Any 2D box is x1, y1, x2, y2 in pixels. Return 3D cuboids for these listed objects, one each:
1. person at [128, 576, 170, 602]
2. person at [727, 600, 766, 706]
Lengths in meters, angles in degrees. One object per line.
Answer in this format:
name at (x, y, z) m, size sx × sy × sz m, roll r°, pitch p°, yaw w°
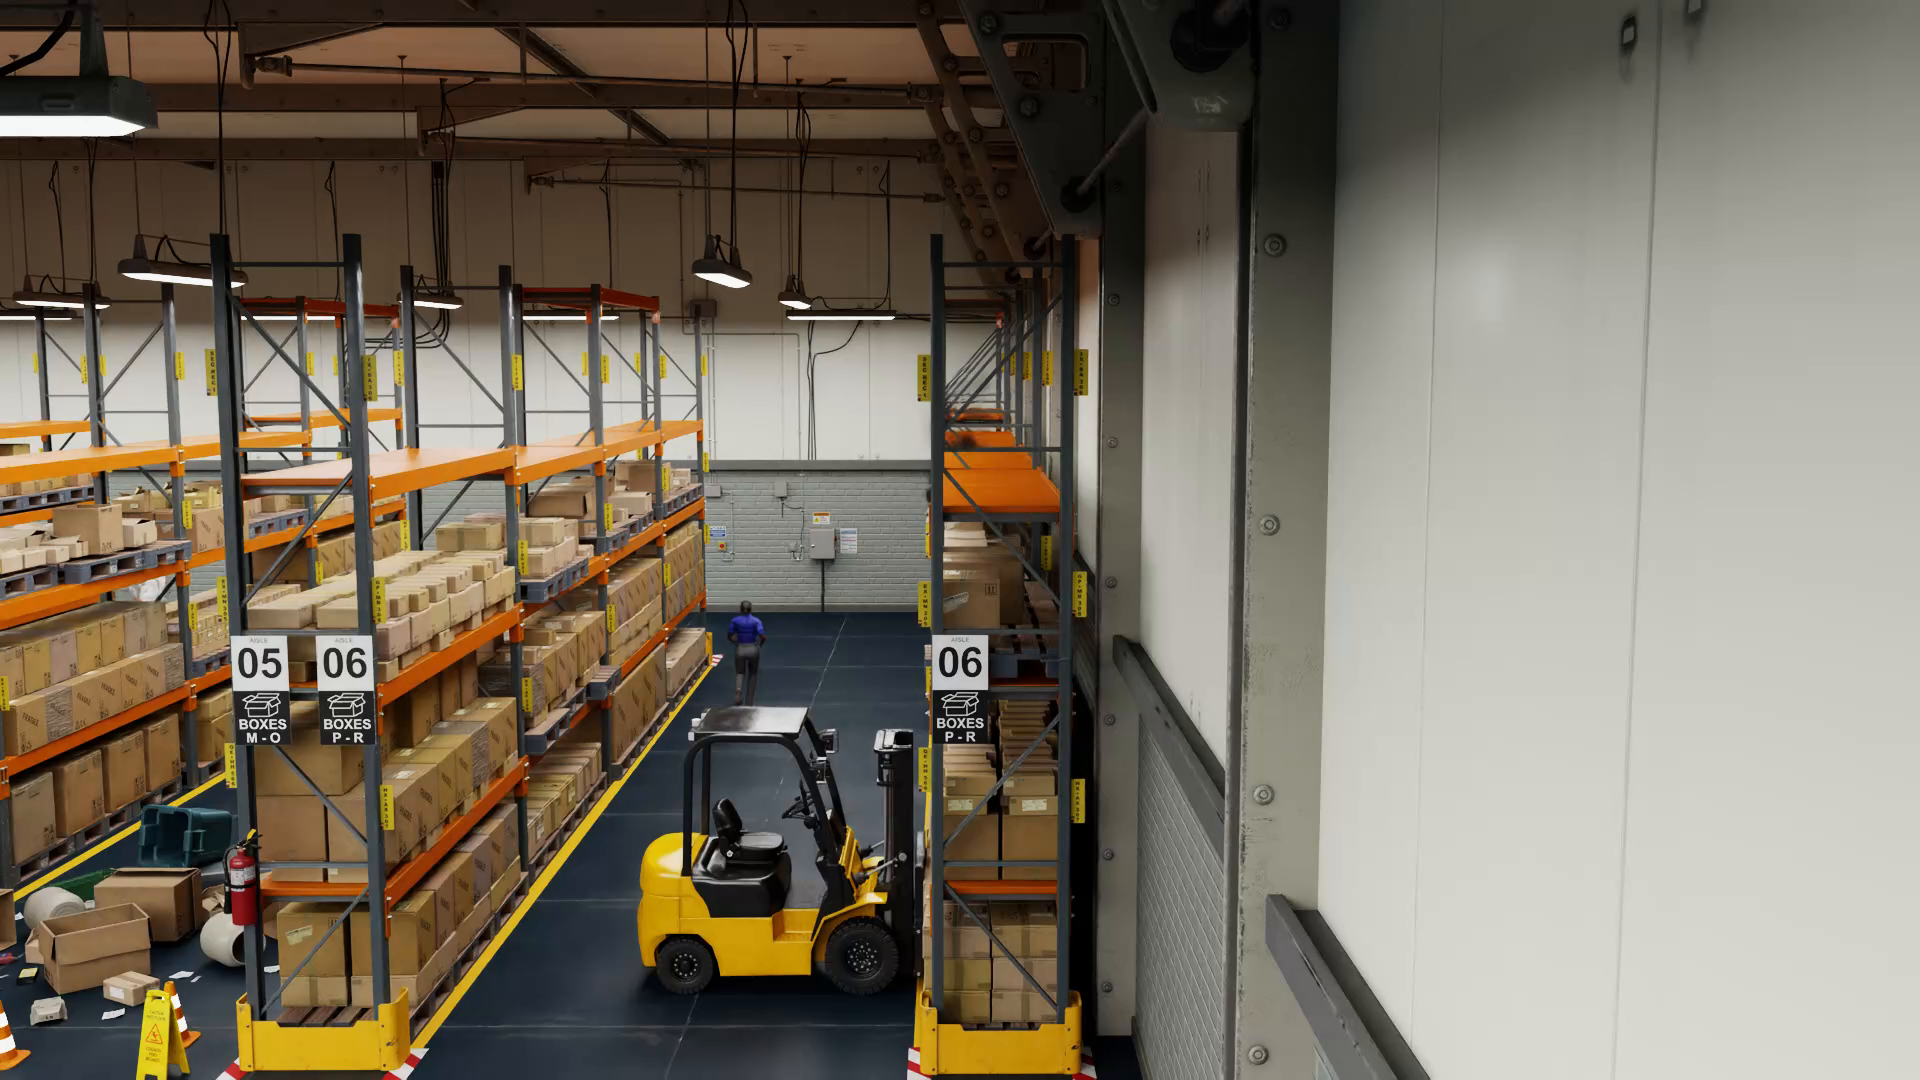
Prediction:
person at (-14.031, 1.100, 28.913) m, size 0.902 × 1.769 × 0.696 m, roll 3°, pitch 7°, yaw 26°
person at (-3.131, 1.670, 24.455) m, size 0.574 × 1.603 × 0.566 m, roll 0°, pitch 6°, yaw 0°
